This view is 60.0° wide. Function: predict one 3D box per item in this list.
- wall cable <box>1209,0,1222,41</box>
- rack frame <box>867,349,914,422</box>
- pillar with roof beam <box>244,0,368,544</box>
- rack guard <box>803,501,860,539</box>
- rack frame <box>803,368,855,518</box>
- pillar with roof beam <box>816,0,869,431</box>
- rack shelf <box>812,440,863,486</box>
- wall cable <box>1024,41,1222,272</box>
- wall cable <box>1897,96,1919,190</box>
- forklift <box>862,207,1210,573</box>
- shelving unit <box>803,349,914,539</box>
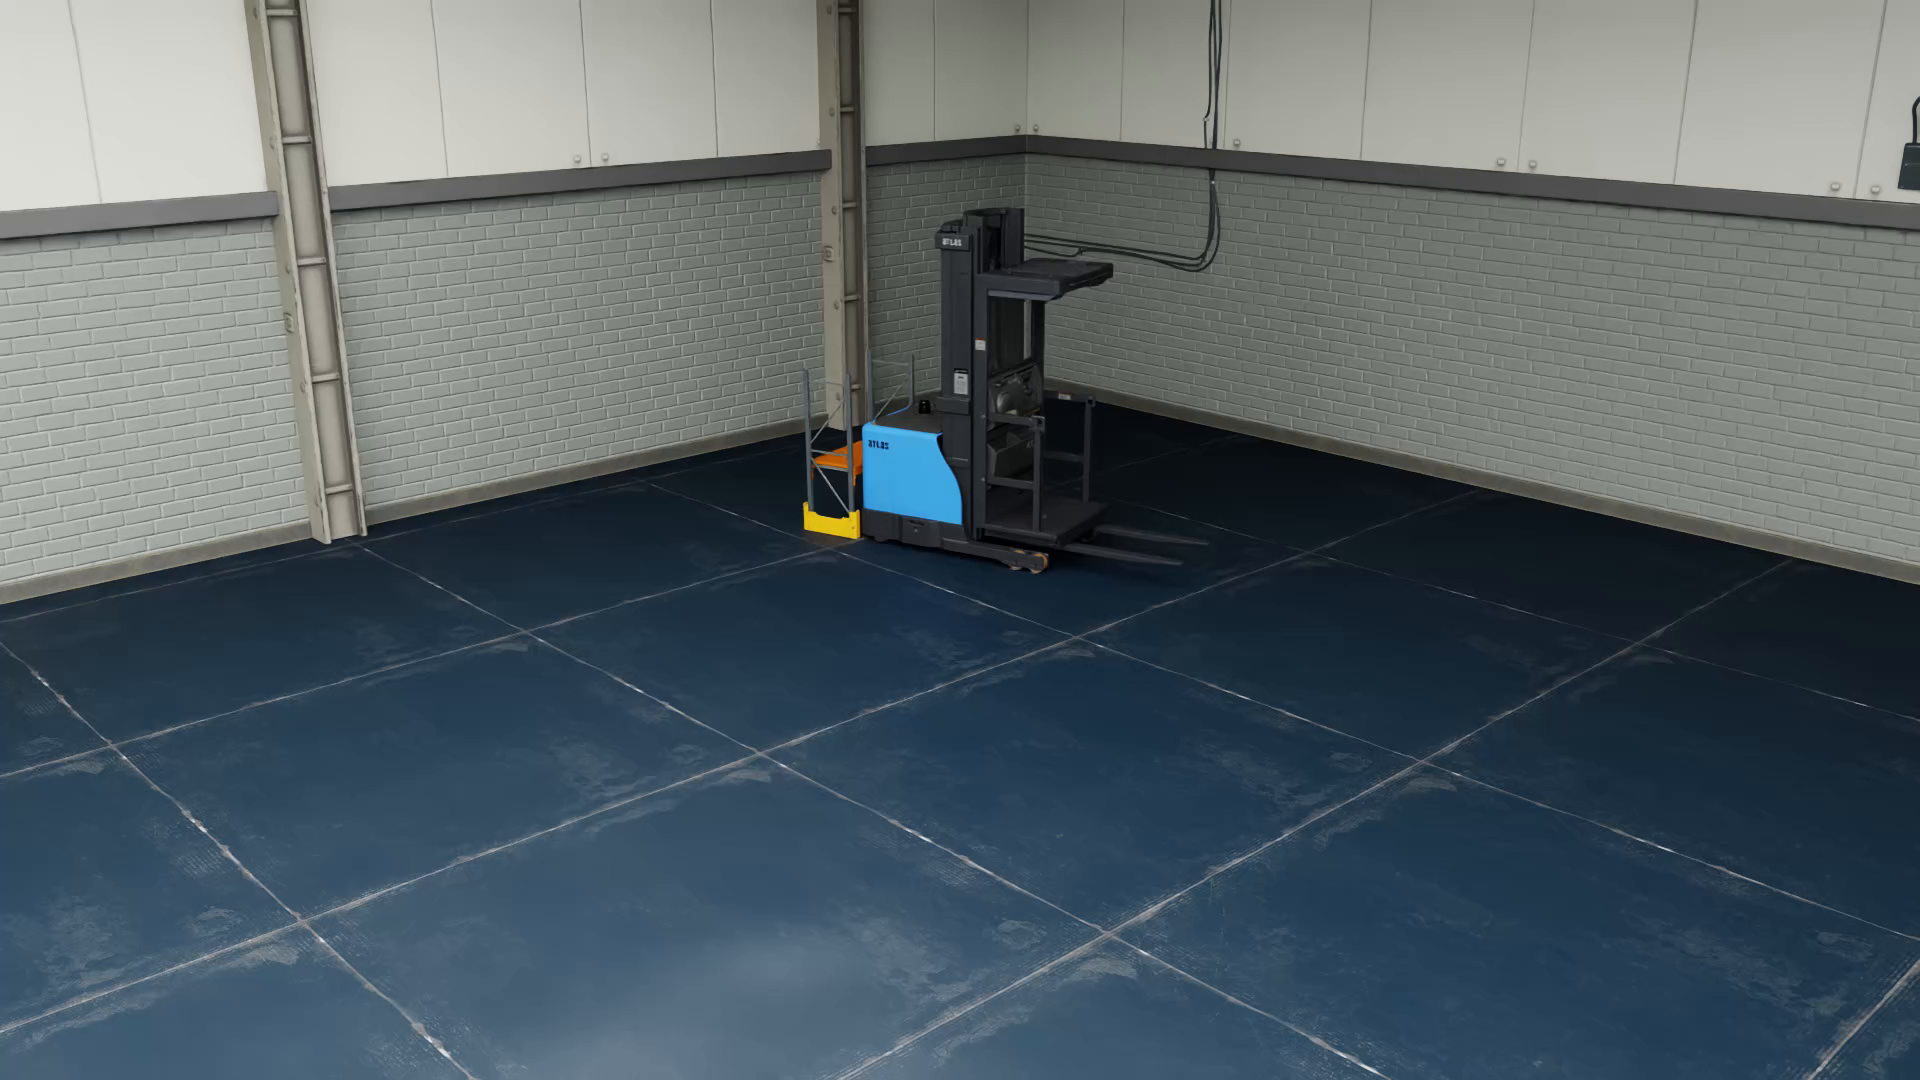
[{"bbox_3d":[3.634,-6.237,16.476,0.112,2.526,3.097,-16,24,-41],"label":"wall cable"},{"bbox_3d":[-0.646,-1.046,15.770,0.500,1.500,0.032,10,20,30],"label":"rack frame"},{"bbox_3d":[-2.676,-3.354,10.738,0.400,9.000,9.100,-16,24,-41],"label":"pillar with roof beam"},{"bbox_3d":[-1.167,-0.183,15.134,0.587,0.250,0.087,10,20,30],"label":"rack guard"},{"bbox_3d":[-1.173,-0.778,14.943,0.500,1.500,0.032,10,20,30],"label":"rack frame"},{"bbox_3d":[1.683,-4.625,14.659,0.400,9.000,9.100,-16,24,-41],"label":"pillar with roof beam"},{"bbox_3d":[-0.908,-0.740,15.411,0.538,0.185,1.000,10,20,30],"label":"rack shelf"},{"bbox_3d":[1.775,-4.441,19.125,0.112,2.526,3.097,-16,24,-41],"label":"wall cable"},{"bbox_3d":[8.286,-5.405,11.550,0.169,6.003,2.305,-16,24,-41],"label":"wall cable"},{"bbox_3d":[0.657,-1.298,14.237,3.031,2.935,1.130,10,20,28],"label":"forklift"},{"bbox_3d":[-0.914,-0.909,15.349,0.587,1.500,1.083,10,20,30],"label":"shelving unit"}]
